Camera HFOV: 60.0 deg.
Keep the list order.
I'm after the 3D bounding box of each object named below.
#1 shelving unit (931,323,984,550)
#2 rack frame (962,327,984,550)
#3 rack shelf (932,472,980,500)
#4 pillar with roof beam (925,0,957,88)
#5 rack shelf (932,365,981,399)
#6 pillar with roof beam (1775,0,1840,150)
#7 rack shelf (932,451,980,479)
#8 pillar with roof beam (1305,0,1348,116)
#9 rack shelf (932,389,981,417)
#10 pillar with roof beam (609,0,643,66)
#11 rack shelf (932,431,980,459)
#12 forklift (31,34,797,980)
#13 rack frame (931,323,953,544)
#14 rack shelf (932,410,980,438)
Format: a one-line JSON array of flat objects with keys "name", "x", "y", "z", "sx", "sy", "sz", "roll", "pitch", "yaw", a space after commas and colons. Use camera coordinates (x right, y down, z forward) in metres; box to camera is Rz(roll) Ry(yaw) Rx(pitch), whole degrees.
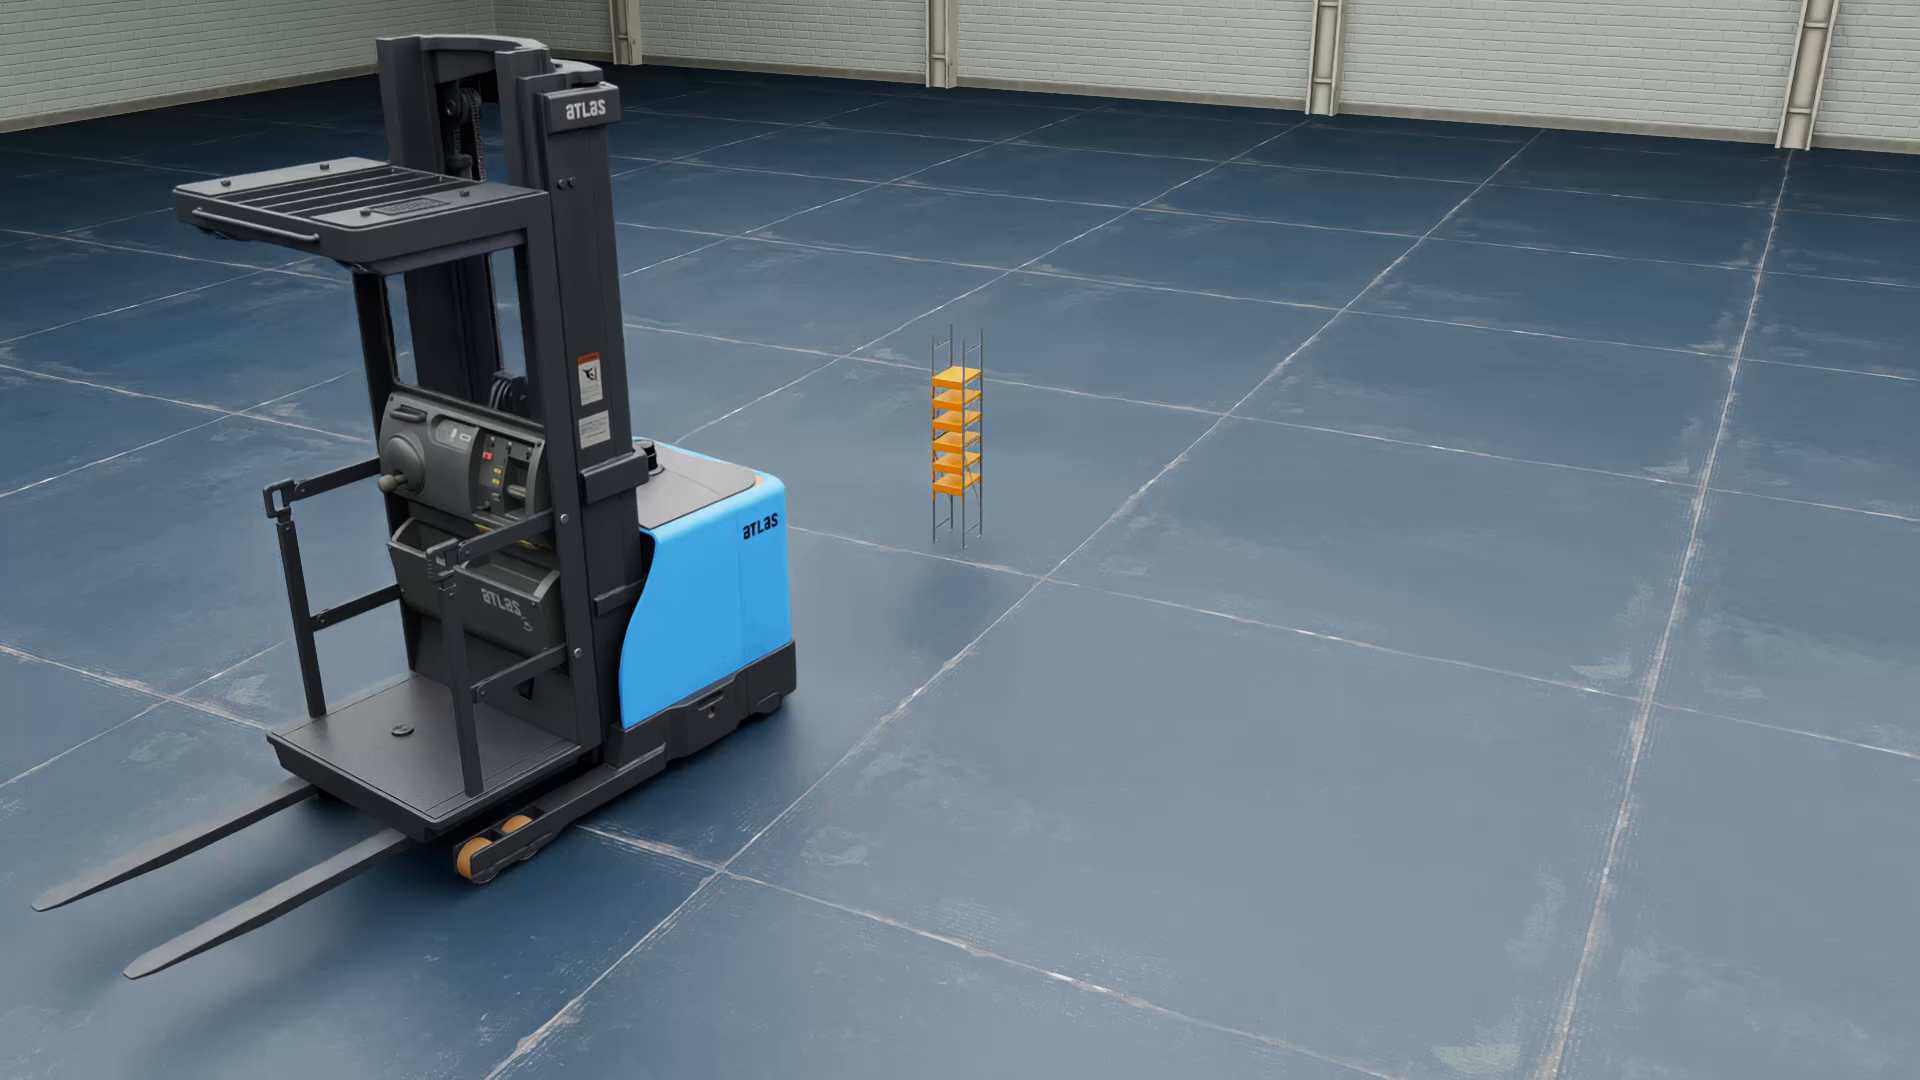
[{"name": "shelving unit", "x": -0.013, "y": -0.555, "z": 9.021, "sx": 0.189, "sy": 1.200, "sz": 0.258, "roll": 11, "pitch": 25, "yaw": 25}, {"name": "rack frame", "x": 0.069, "y": -0.539, "z": 8.983, "sx": 0.006, "sy": 1.200, "sz": 0.240, "roll": 11, "pitch": 25, "yaw": 25}, {"name": "rack shelf", "x": -0.013, "y": -0.293, "z": 9.133, "sx": 0.180, "sy": 0.103, "sz": 0.258, "roll": 11, "pitch": 25, "yaw": 25}, {"name": "pillar with roof beam", "x": -2.228, "y": -9.675, "z": 20.502, "sx": 0.400, "sy": 9.000, "sz": 9.100, "roll": 11, "pitch": 25, "yaw": 25}, {"name": "rack shelf", "x": -0.013, "y": -0.845, "z": 8.898, "sx": 0.180, "sy": 0.103, "sz": 0.258, "roll": 11, "pitch": 25, "yaw": 25}, {"name": "pillar with roof beam", "x": 8.481, "y": -7.556, "z": 15.519, "sx": 0.400, "sy": 9.000, "sz": 9.100, "roll": 11, "pitch": 25, "yaw": 25}, {"name": "rack shelf", "x": -0.013, "y": -0.403, "z": 9.086, "sx": 0.180, "sy": 0.103, "sz": 0.258, "roll": 11, "pitch": 25, "yaw": 25}, {"name": "pillar with roof beam", "x": 3.127, "y": -8.616, "z": 18.010, "sx": 0.400, "sy": 9.000, "sz": 9.100, "roll": 11, "pitch": 25, "yaw": 25}, {"name": "rack shelf", "x": -0.013, "y": -0.735, "z": 8.945, "sx": 0.180, "sy": 0.103, "sz": 0.258, "roll": 11, "pitch": 25, "yaw": 25}, {"name": "pillar with roof beam", "x": -7.582, "y": -10.735, "z": 22.993, "sx": 0.400, "sy": 9.000, "sz": 9.100, "roll": 11, "pitch": 25, "yaw": 25}, {"name": "rack shelf", "x": -0.013, "y": -0.514, "z": 9.039, "sx": 0.180, "sy": 0.103, "sz": 0.258, "roll": 11, "pitch": 25, "yaw": 25}, {"name": "forklift", "x": -2.025, "y": -0.281, "z": 6.166, "sx": 1.130, "sy": 2.935, "sz": 3.031, "roll": 16, "pitch": 28, "yaw": 34}, {"name": "rack frame", "x": -0.095, "y": -0.571, "z": 9.059, "sx": 0.006, "sy": 1.200, "sz": 0.240, "roll": 11, "pitch": 25, "yaw": 25}, {"name": "rack shelf", "x": -0.013, "y": -0.624, "z": 8.992, "sx": 0.180, "sy": 0.103, "sz": 0.258, "roll": 11, "pitch": 25, "yaw": 25}]
